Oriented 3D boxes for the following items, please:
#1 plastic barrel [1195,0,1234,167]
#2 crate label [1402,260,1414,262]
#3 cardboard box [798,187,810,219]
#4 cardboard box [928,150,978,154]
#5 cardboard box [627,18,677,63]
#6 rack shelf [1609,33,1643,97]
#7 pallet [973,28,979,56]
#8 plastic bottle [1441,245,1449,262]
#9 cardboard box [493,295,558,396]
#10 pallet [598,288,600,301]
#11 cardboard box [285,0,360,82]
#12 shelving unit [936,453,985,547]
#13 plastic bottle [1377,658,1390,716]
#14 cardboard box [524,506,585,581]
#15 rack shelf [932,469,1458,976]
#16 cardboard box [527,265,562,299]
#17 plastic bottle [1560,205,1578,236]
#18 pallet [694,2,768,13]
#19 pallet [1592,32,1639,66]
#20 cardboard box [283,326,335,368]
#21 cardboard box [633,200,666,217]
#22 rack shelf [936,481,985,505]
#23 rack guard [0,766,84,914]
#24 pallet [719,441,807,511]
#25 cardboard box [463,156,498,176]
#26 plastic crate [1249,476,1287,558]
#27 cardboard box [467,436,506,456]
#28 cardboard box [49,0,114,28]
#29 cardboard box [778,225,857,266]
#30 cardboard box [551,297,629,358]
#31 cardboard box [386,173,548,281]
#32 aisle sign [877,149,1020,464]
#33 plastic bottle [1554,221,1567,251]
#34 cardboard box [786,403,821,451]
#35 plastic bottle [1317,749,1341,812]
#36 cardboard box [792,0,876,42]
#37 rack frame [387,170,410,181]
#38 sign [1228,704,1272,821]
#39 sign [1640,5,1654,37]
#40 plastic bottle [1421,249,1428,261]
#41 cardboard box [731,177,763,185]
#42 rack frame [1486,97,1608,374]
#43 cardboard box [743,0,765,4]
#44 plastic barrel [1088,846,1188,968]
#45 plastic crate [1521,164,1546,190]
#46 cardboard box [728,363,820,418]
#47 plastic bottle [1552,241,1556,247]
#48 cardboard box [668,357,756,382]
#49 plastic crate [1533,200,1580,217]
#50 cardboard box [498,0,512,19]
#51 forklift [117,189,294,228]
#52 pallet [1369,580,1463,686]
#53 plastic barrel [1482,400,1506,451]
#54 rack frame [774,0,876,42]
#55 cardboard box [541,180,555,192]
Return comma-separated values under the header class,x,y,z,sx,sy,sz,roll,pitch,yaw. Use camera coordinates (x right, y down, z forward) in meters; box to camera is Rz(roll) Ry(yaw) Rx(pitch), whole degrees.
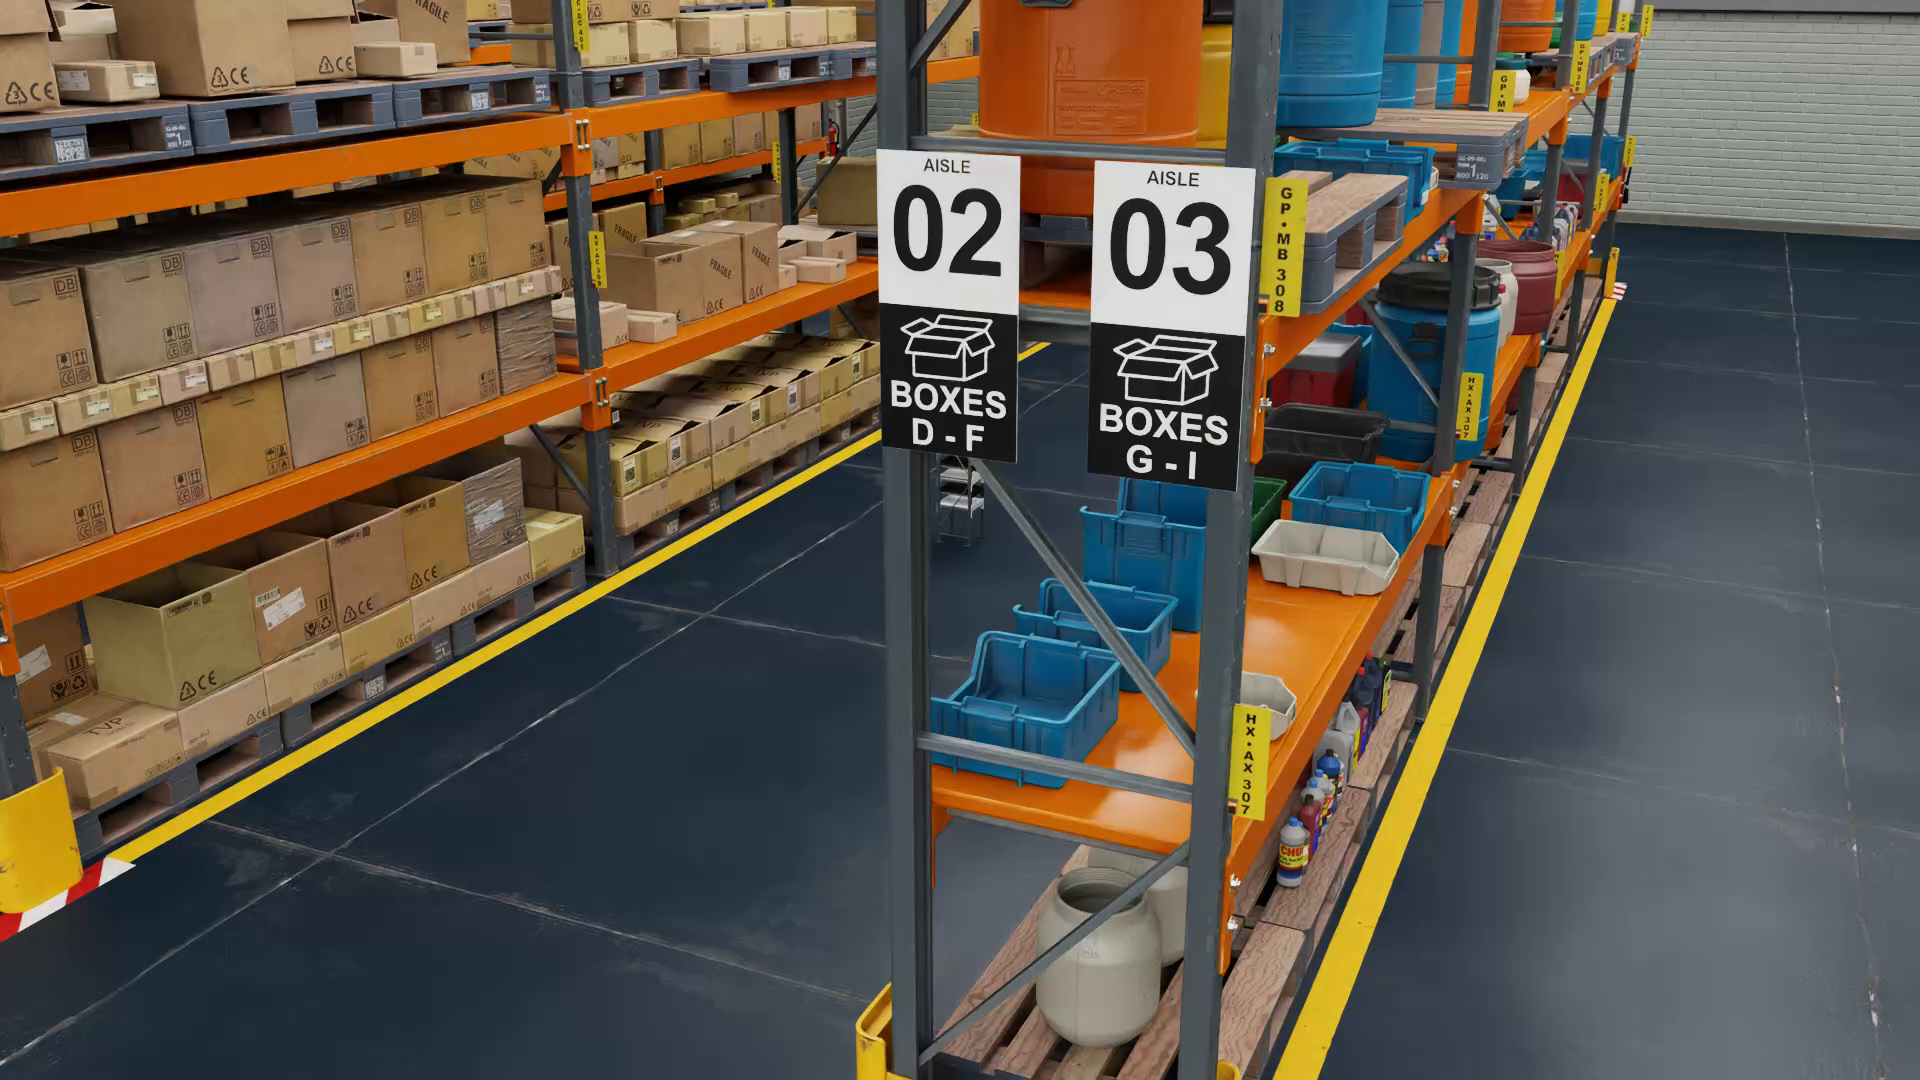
class,x,y,z,sx,sy,sz,roll,pitch,yaw
plastic barrel,0.619,-1.421,5.102,0.600,0.588,0.600,0,20,0
crate label,2.891,-1.550,10.799,0.502,0.435,0.616,9,21,23
cardboard box,-2.413,-4.398,21.962,0.700,0.500,0.500,9,21,23
cardboard box,-0.269,-3.188,14.679,0.700,0.500,0.500,13,23,33
cardboard box,-2.128,-3.154,10.482,0.500,0.250,0.500,6,21,17
rack shelf,6.001,-4.709,16.330,1.077,0.370,4.000,9,21,23
pallet,-0.088,-4.522,15.010,1.213,0.211,1.003,9,21,23
plastic bottle,3.758,-2.201,12.976,0.097,0.201,0.097,0,20,0
cardboard box,-2.787,-1.169,9.630,0.700,0.500,0.500,8,21,21
pallet,-4.103,-2.822,18.590,1.003,0.211,1.213,9,21,23
cardboard box,-3.401,-2.498,8.050,0.797,0.503,0.637,11,22,29
shelving unit,0.003,-0.426,10.825,0.258,0.900,0.210,9,21,23
plastic bottle,2.010,0.687,7.957,0.061,0.283,0.133,10,22,25
cardboard box,-2.602,0.011,9.938,0.500,0.250,0.500,9,21,23
rack shelf,1.087,0.373,6.518,1.077,0.370,4.000,9,21,23
cardboard box,-2.527,-1.499,9.589,0.380,0.149,0.250,9,21,23
plastic bottle,5.316,-2.800,14.550,0.152,0.276,0.135,9,21,23
pallet,-3.010,-6.374,20.072,1.003,0.211,1.213,9,21,23
pallet,4.950,-4.094,13.810,1.213,0.211,1.003,9,21,23
cardboard box,-3.262,-0.949,8.042,0.380,0.149,0.250,9,21,23
cardboard box,-3.697,-3.906,19.610,0.380,0.149,0.250,8,21,22
rack shelf,0.003,-0.310,10.866,0.258,0.077,0.200,9,21,23
rack guard,-4.259,1.149,6.991,1.175,0.500,0.348,9,21,23
pallet,-1.847,-0.549,12.199,1.003,0.211,1.213,9,21,23
cardboard box,-4.839,-3.629,16.072,0.500,0.500,0.500,9,22,24
plastic crate,1.093,-0.102,7.094,0.450,0.188,0.662,9,21,23
cardboard box,-3.087,-0.415,10.018,0.500,0.500,0.500,9,21,23
cardboard box,-6.583,-3.851,12.349,0.500,0.311,0.500,9,22,24
cardboard box,-1.162,-2.334,13.188,0.500,0.311,0.500,10,22,26
cardboard box,-2.449,-1.344,10.496,0.500,0.250,0.500,10,22,26
cardboard box,-2.787,-1.780,9.413,0.700,0.500,0.500,9,21,23
aisle sign,-0.032,-0.598,4.295,0.394,0.787,0.004,9,21,23
plastic bottle,4.905,-2.493,13.687,0.152,0.276,0.135,9,21,23
cardboard box,-1.383,-0.878,12.437,0.500,0.250,0.500,9,22,24
plastic bottle,1.559,1.015,7.054,0.097,0.271,0.097,0,20,0
cardboard box,-0.825,-4.080,13.338,0.910,0.500,0.500,9,21,23
rack frame,-5.494,-3.160,15.377,1.000,3.000,0.127,9,21,23
sign,0.769,0.592,4.416,0.100,0.325,0.005,9,21,23
sign,7.329,-5.539,17.748,0.100,0.325,0.005,9,21,23
plastic bottle,3.415,-1.998,12.285,0.061,0.283,0.133,9,21,23
cardboard box,-2.751,-4.614,21.602,0.380,0.149,0.250,9,21,23
rack frame,5.182,-3.023,14.993,1.000,3.000,0.127,9,21,23
cardboard box,-2.696,-6.614,20.060,0.500,0.250,0.500,8,21,21
plastic barrel,0.673,1.255,6.051,0.421,0.512,0.421,0,20,0
plastic crate,5.880,-3.763,17.232,0.416,0.233,0.300,9,21,23
cardboard box,-1.379,-1.140,12.338,0.500,0.311,0.500,8,21,22
plastic bottle,4.562,-2.212,12.905,0.097,0.271,0.097,0,20,0
cardboard box,-1.874,-1.211,12.536,0.500,0.311,0.500,8,21,21
plastic crate,5.503,-3.050,15.372,0.396,0.136,0.243,9,21,23
cardboard box,-4.749,-5.473,16.599,0.700,0.500,0.500,9,21,23
forklift,-5.264,-1.715,11.416,3.031,2.935,1.130,14,24,34
pallet,2.193,0.491,9.274,1.003,0.211,1.213,9,21,23
plastic barrel,3.729,-1.128,12.275,0.600,0.830,0.708,9,21,23
rack frame,-0.973,-5.308,12.464,1.000,3.000,0.127,9,21,23
cardboard box,-4.416,-3.669,17.155,0.380,0.149,0.250,9,22,24
